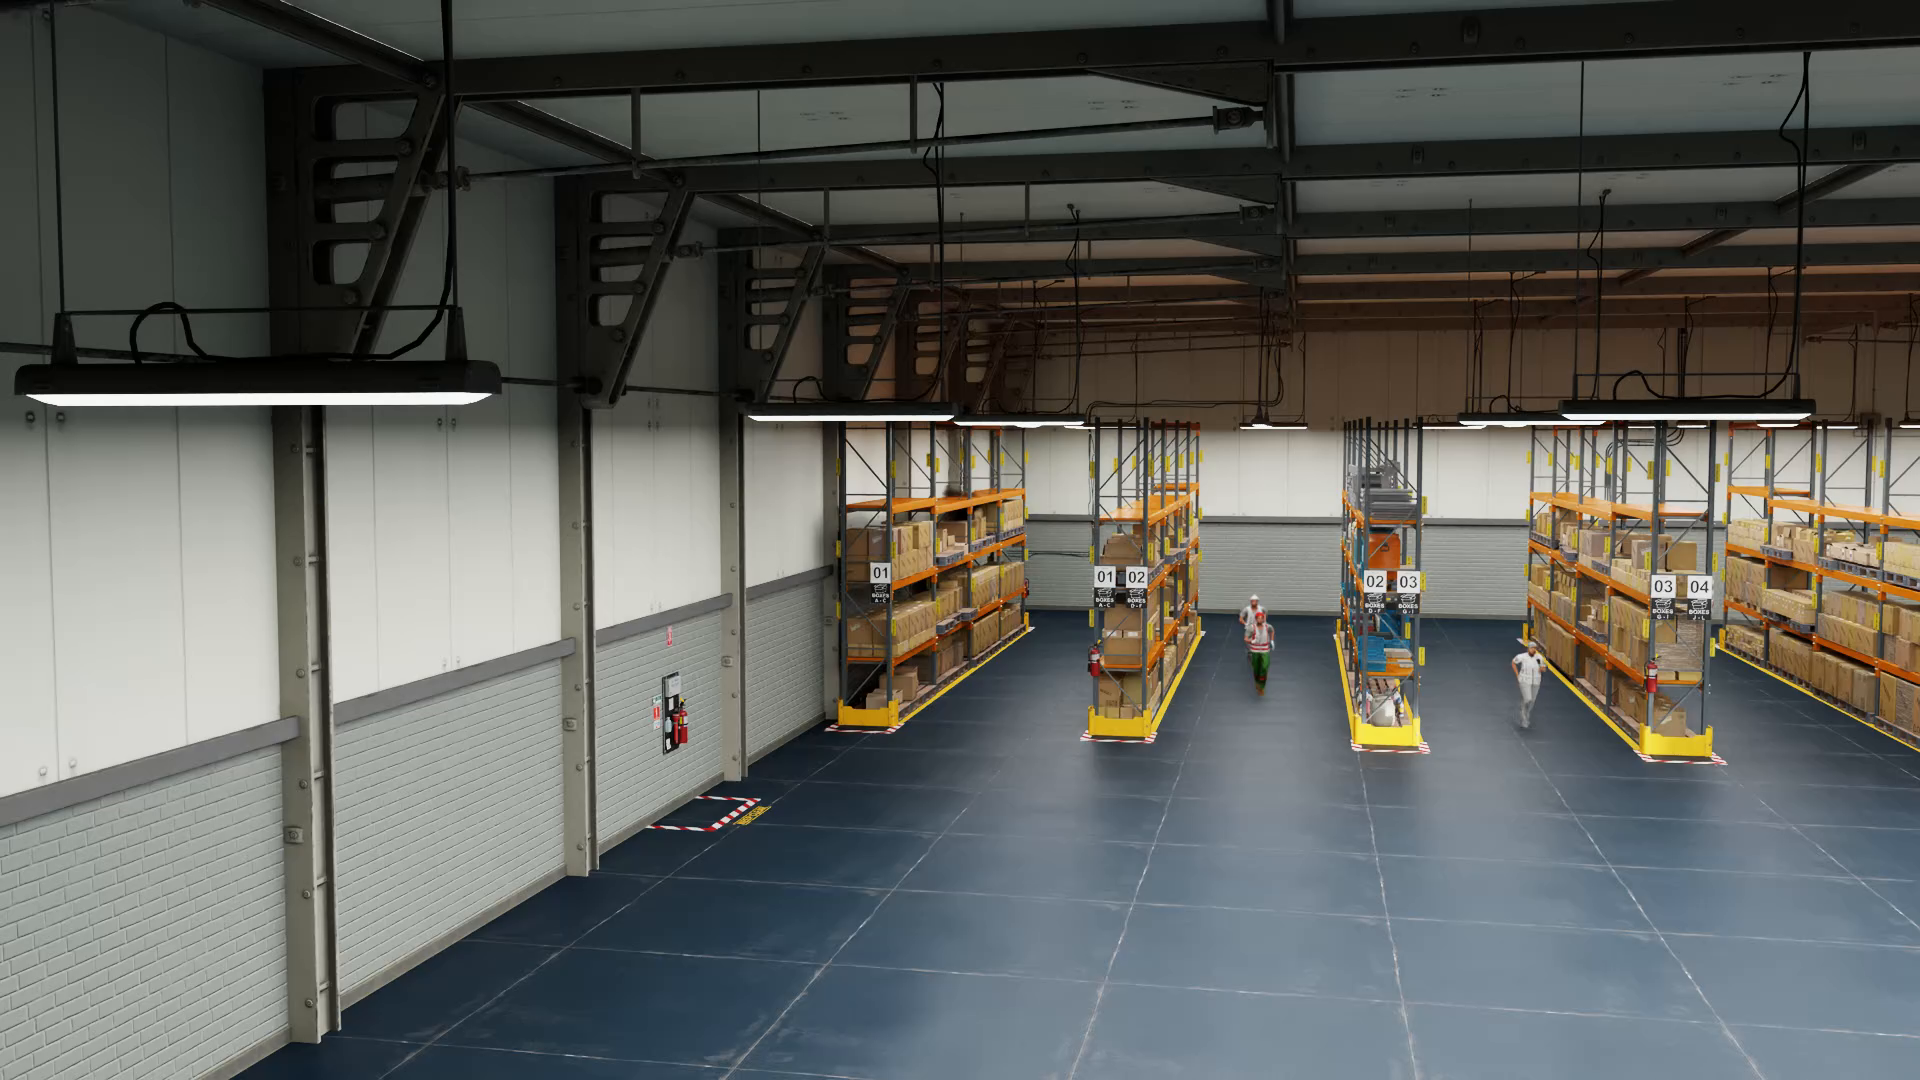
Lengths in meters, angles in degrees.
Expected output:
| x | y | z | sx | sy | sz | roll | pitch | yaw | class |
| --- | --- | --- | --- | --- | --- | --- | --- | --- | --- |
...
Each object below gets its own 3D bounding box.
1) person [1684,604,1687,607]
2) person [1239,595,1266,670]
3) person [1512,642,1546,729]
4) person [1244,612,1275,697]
| x | y | z | sx | sy | sz | roll | pitch | yaw | class |
| --- | --- | --- | --- | --- | --- | --- | --- | --- | --- |
| 19.858 | 1.913 | 45.404 | 0.774 | 1.745 | 0.803 | 0 | 4 | 6 | person |
| 7.103 | 2.218 | 40.304 | 0.684 | 1.775 | 1.000 | 0 | 4 | 0 | person |
| 11.077 | 2.818 | 32.347 | 0.585 | 1.688 | 0.768 | 0 | 4 | -3 | person |
| 6.543 | 2.493 | 36.346 | 0.680 | 1.867 | 0.849 | 0 | 4 | 3 | person |
